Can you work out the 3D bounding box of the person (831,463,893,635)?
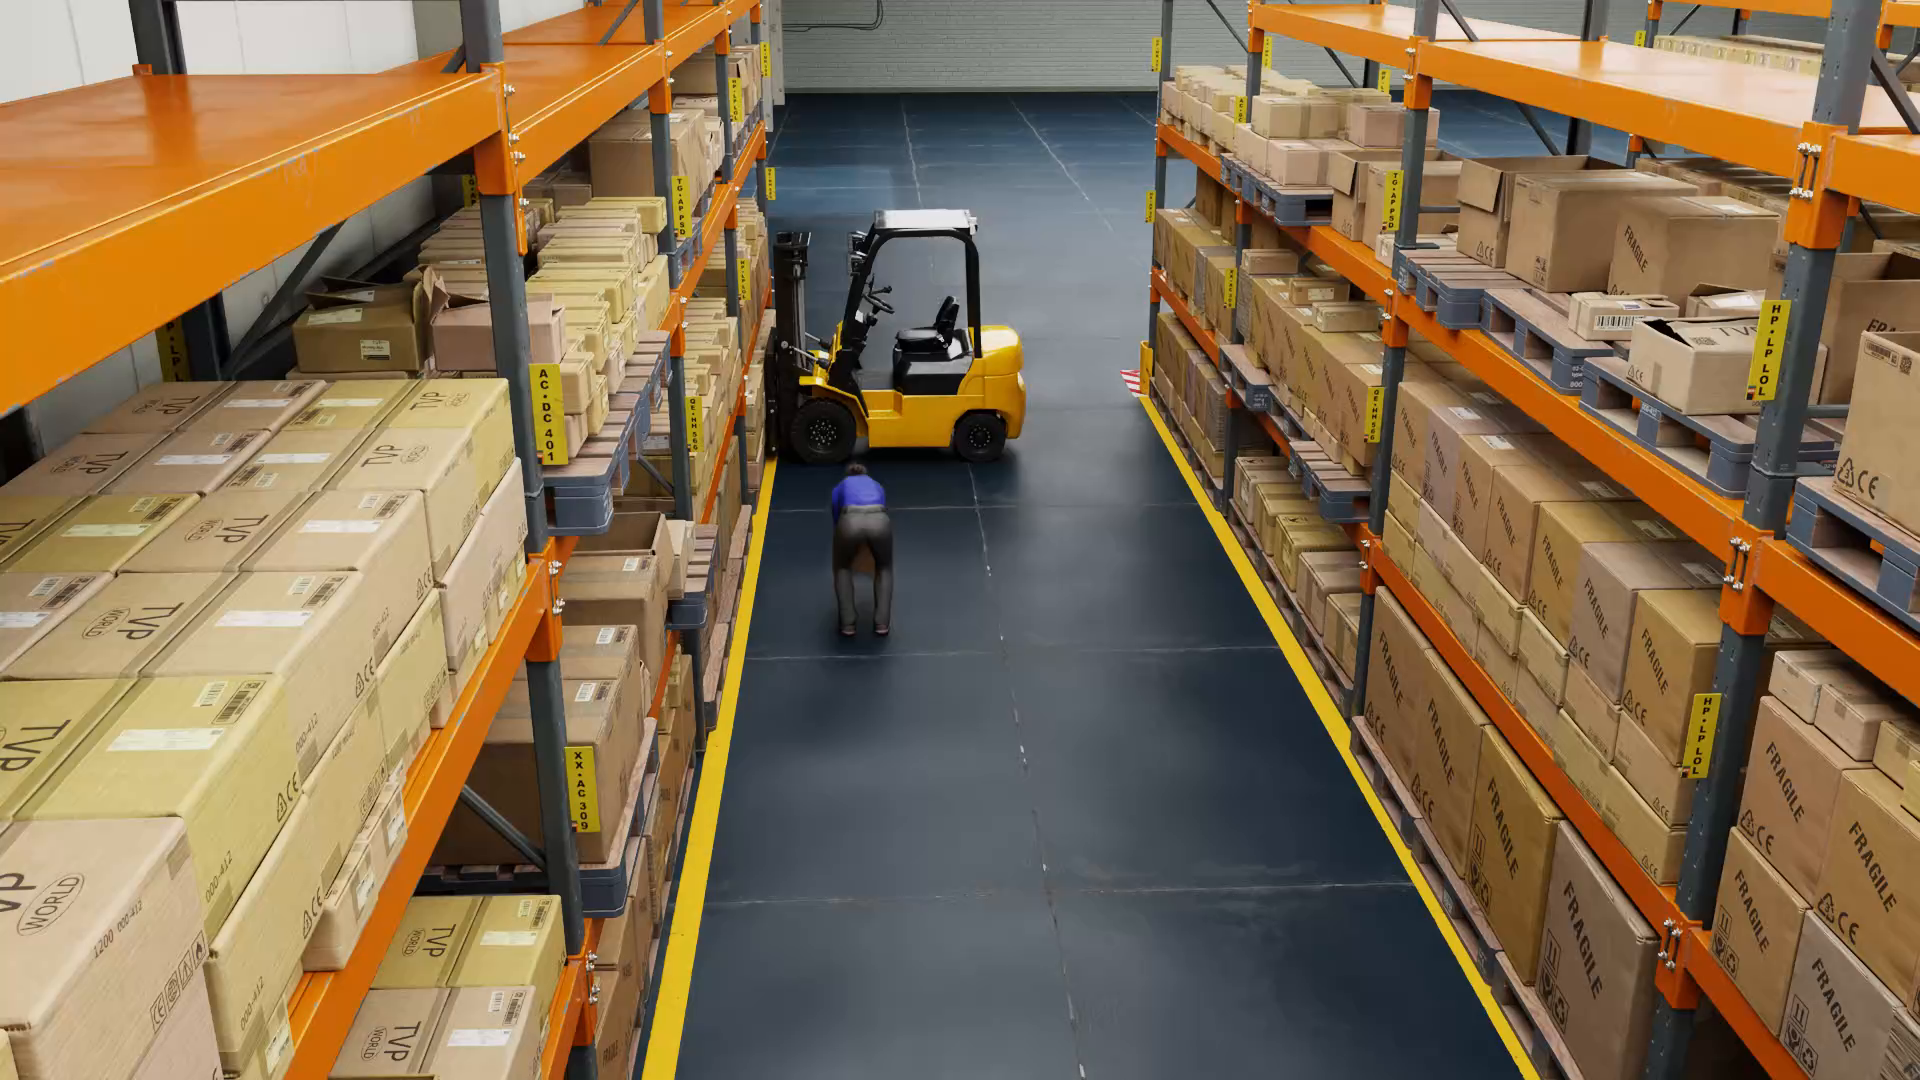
[{"bbox_3d":[-0.699,0.057,11.775,0.424,1.073,0.873,-2,21,-7],"label":"person"}]
